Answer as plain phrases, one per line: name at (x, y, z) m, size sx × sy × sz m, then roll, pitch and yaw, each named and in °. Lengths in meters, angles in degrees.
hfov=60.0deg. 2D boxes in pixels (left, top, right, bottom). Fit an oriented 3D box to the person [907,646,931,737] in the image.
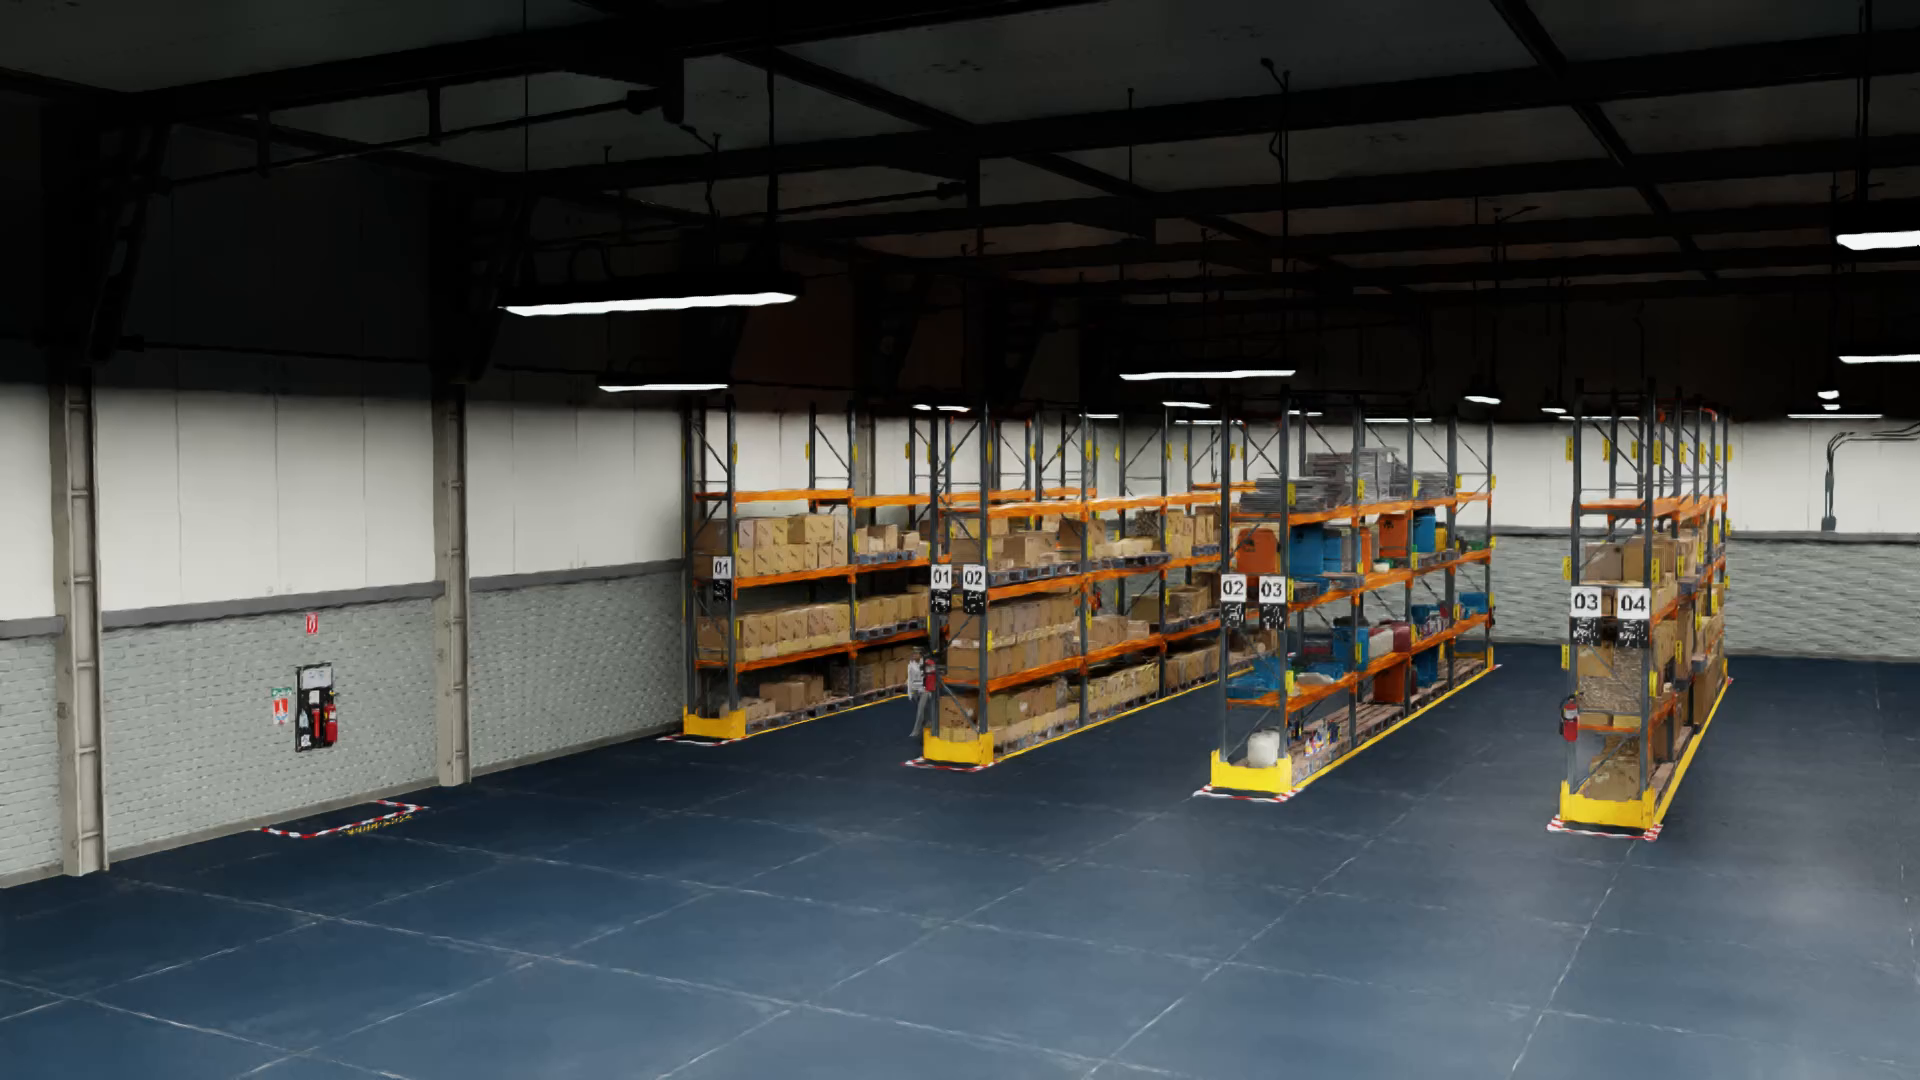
person at (-0.724, 2.642, 29.358) m, size 0.494 × 1.589 × 1.086 m, roll 2°, pitch 3°, yaw 30°
